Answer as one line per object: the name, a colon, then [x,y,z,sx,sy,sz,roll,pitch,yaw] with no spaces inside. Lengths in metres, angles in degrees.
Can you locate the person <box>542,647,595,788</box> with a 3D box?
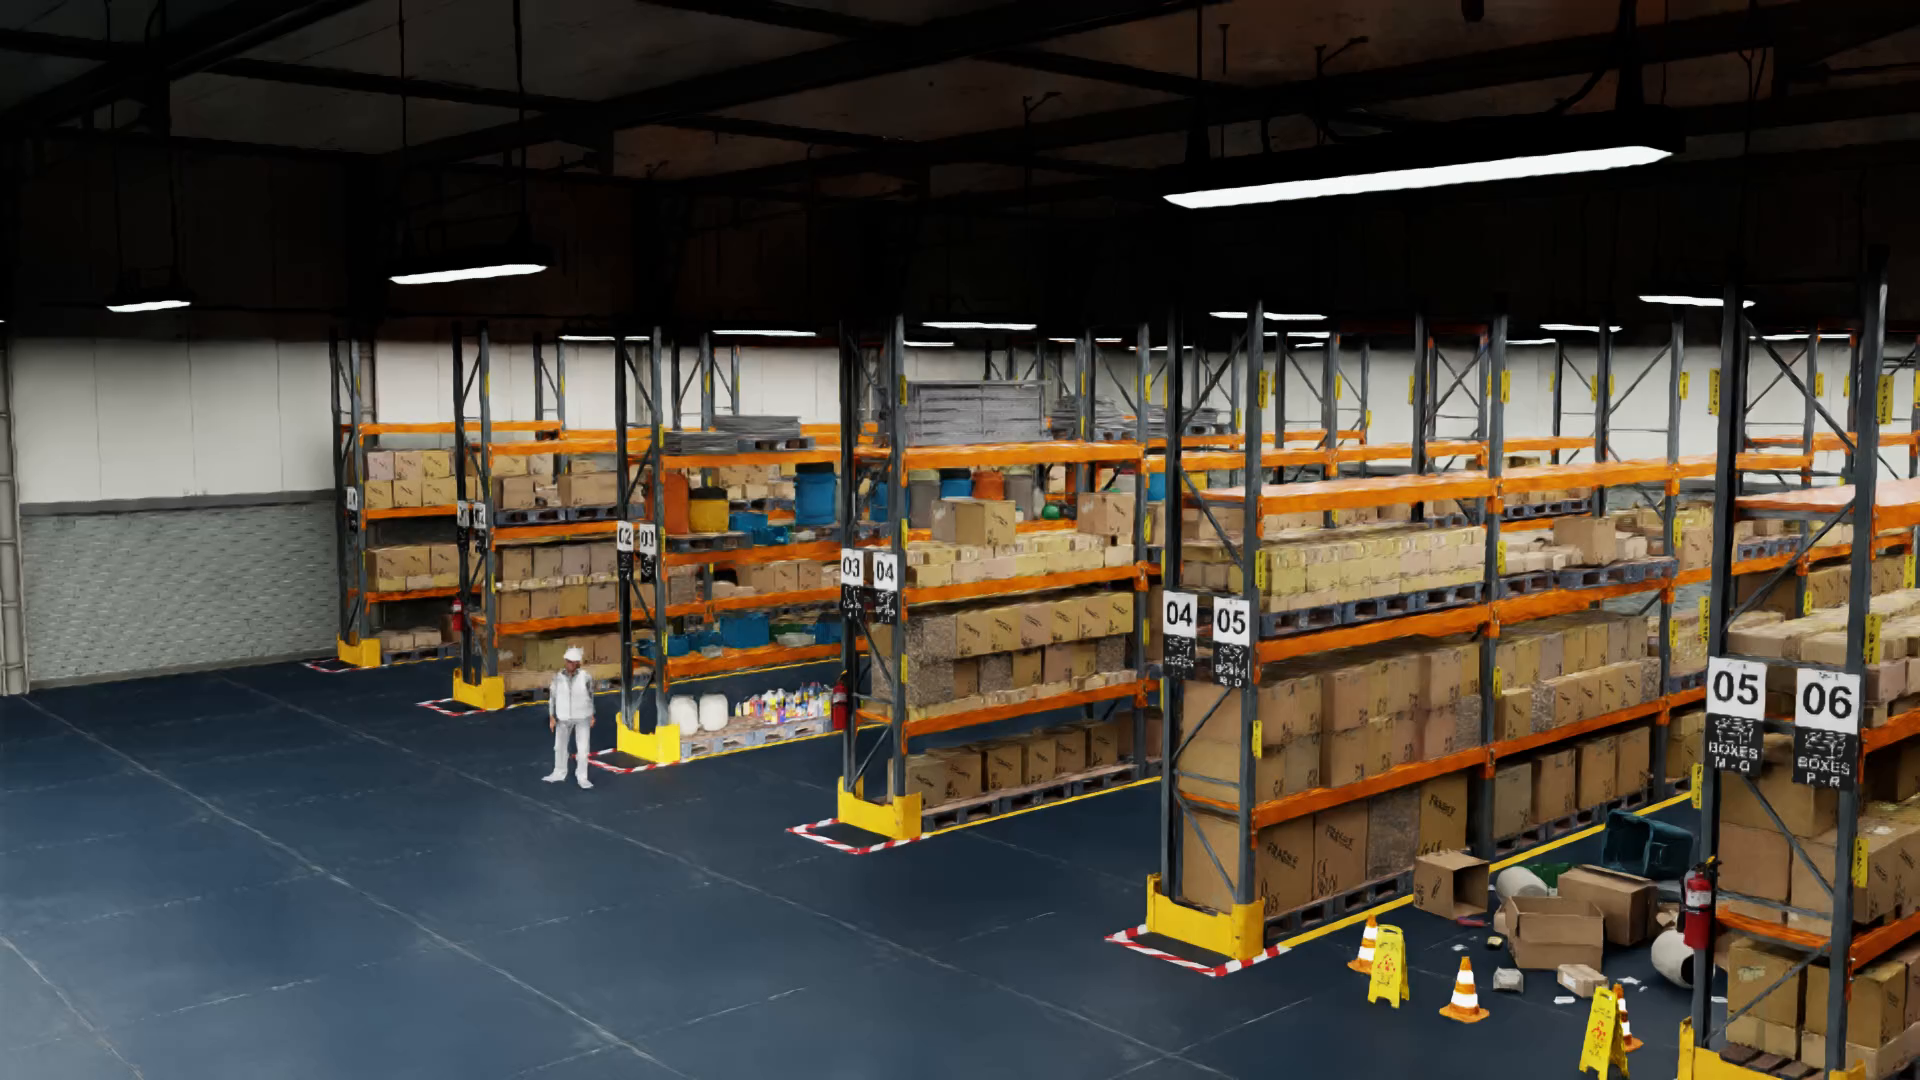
person: [-4.965,2.220,20.967,0.694,1.770,0.470,0,6,-2]
